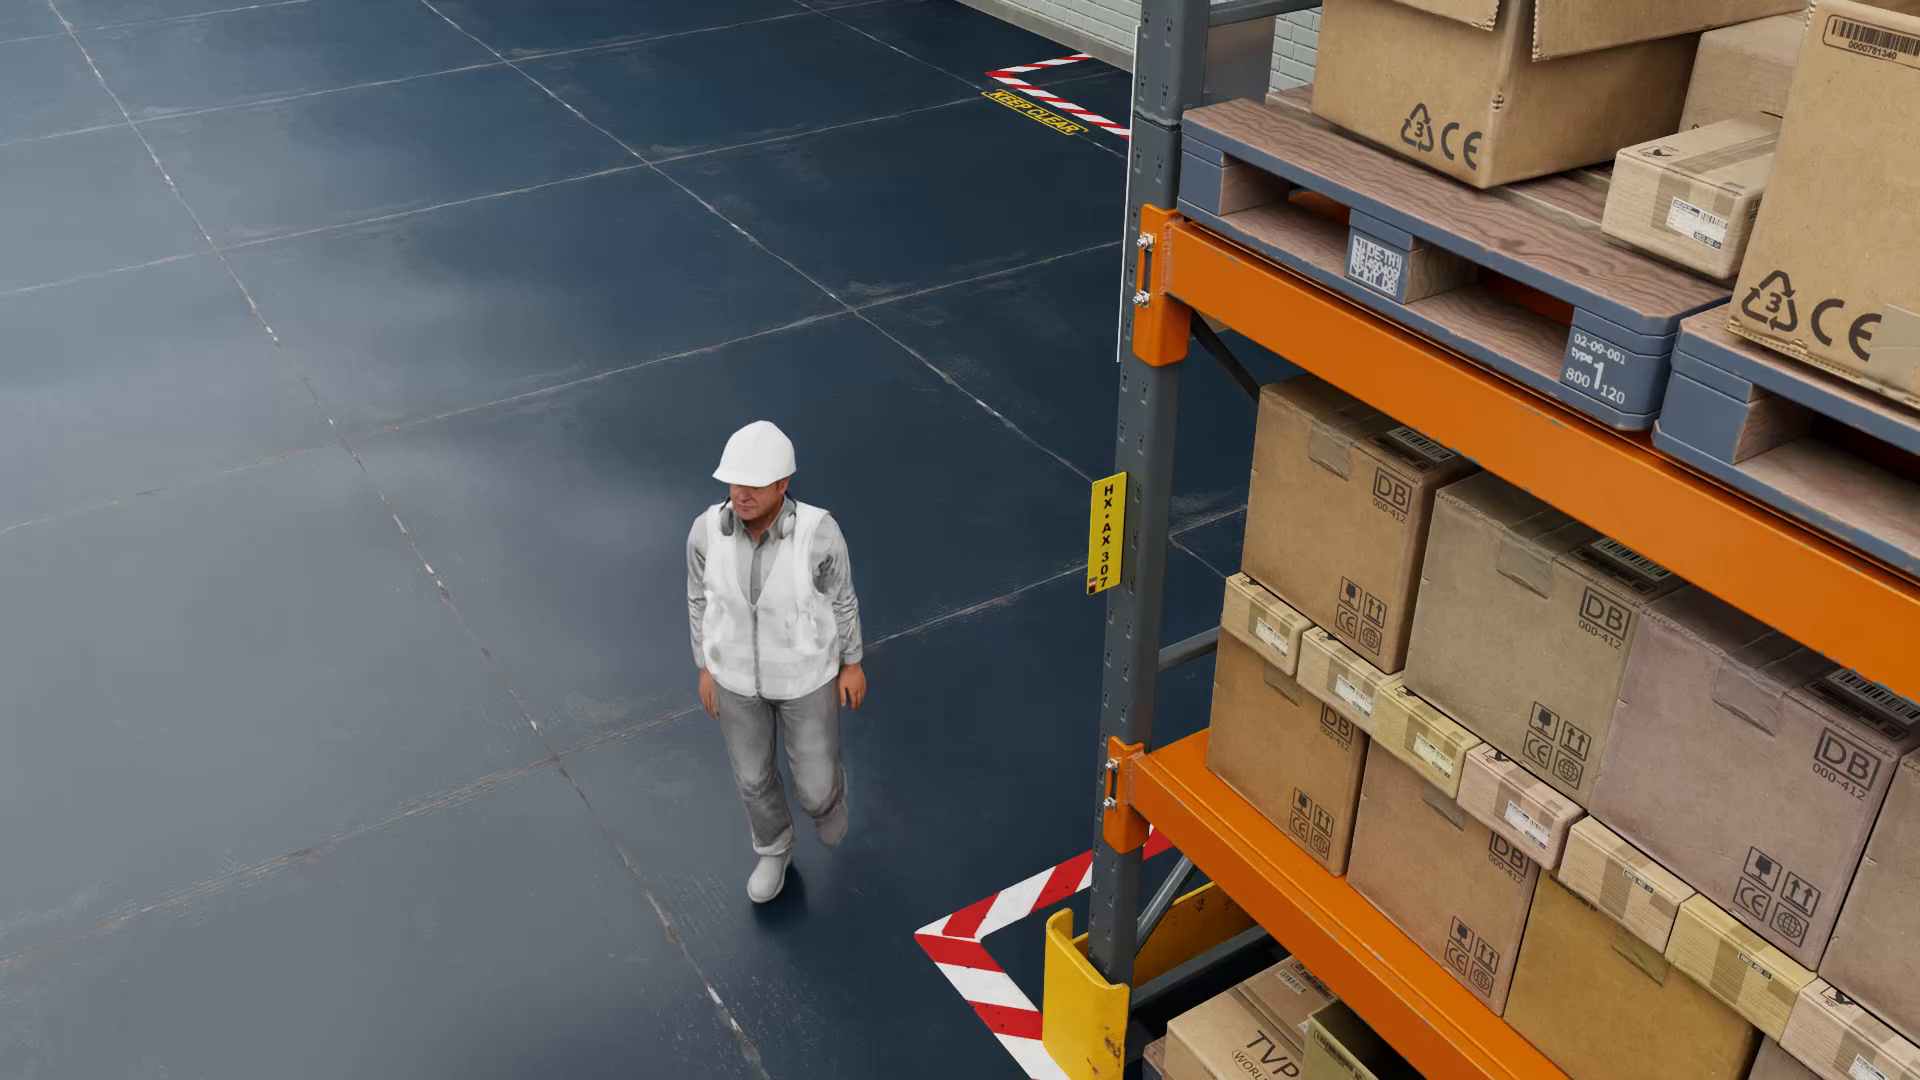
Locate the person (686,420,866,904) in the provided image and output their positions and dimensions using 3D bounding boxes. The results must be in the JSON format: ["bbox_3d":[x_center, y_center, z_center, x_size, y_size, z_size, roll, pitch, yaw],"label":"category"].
[{"bbox_3d":[-0.595,0.403,5.431,0.561,1.765,0.498,5,33,8],"label":"person"}]
